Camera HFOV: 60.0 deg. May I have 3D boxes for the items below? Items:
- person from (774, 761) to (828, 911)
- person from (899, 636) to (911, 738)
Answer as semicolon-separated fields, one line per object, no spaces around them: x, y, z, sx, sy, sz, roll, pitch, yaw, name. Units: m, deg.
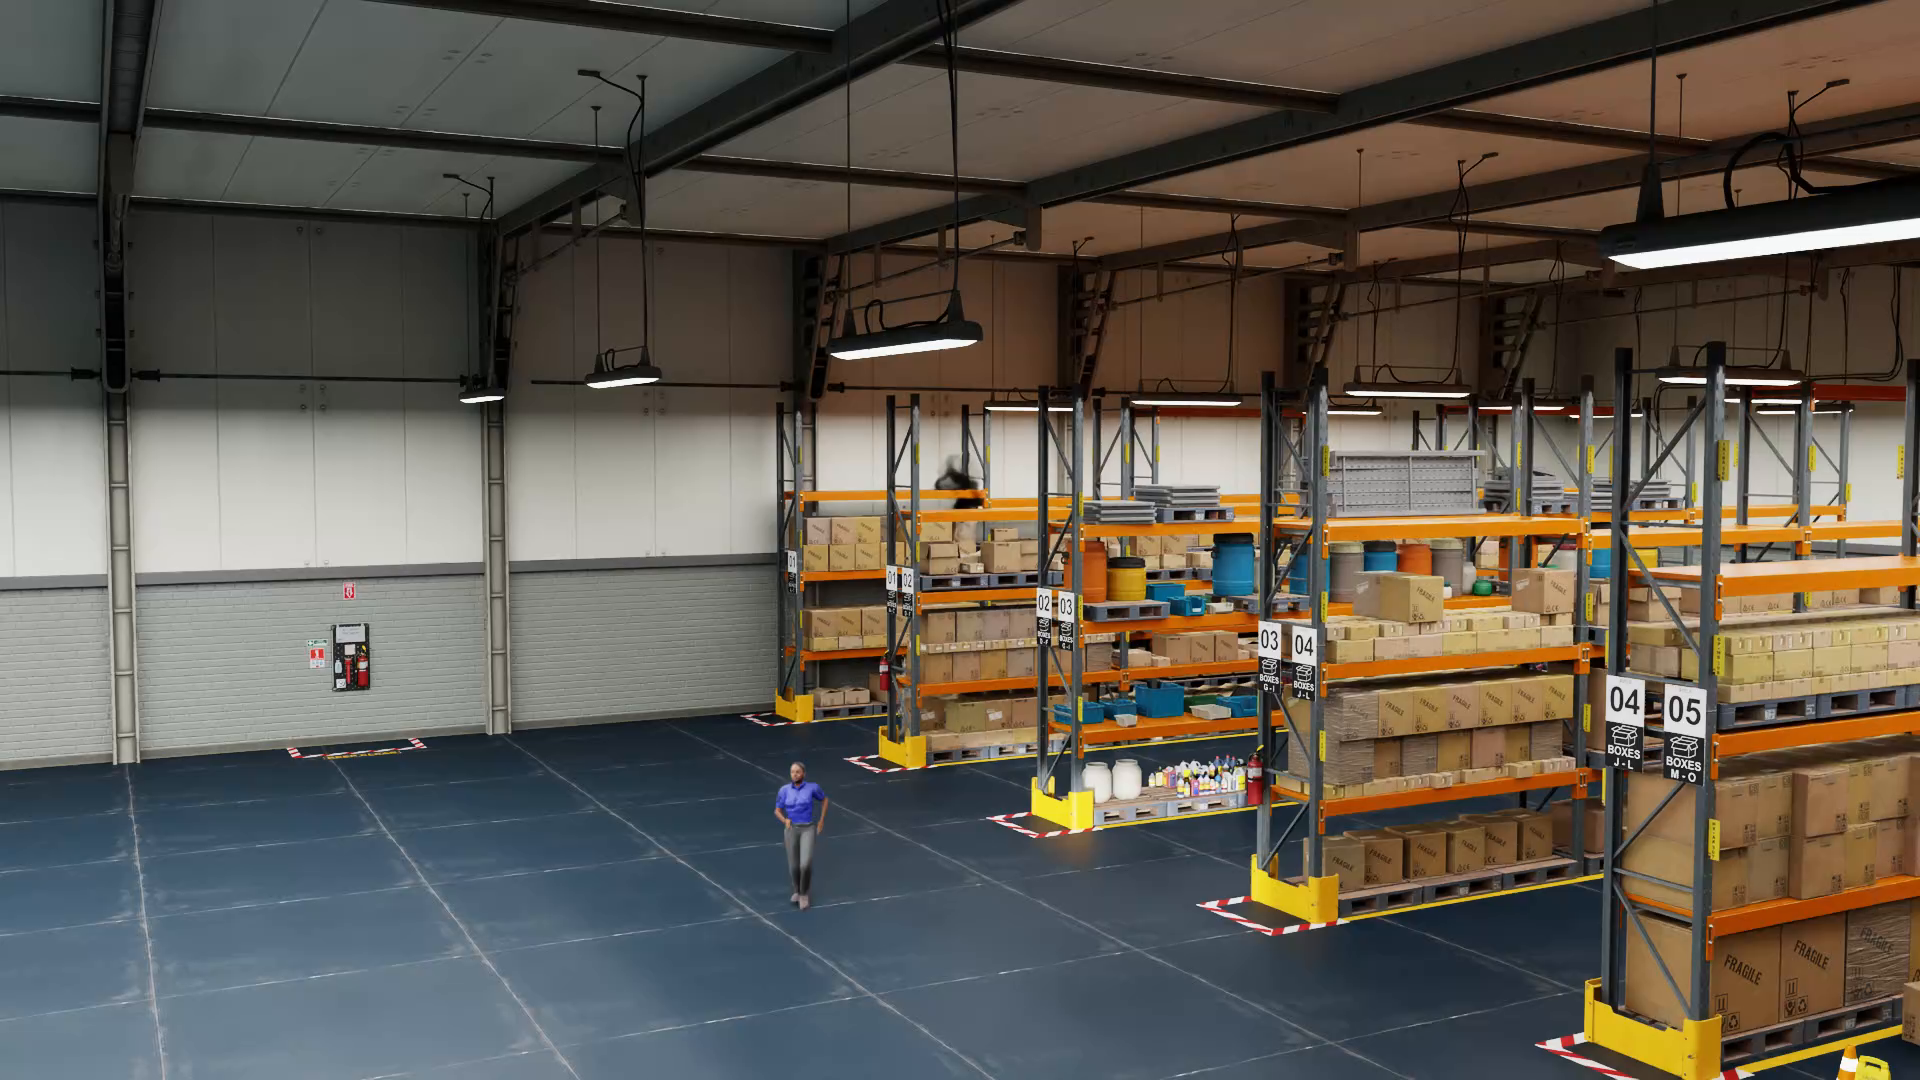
-1.786;3.344;18.589;0.576;1.563;0.654;0;3;4;person
-0.783;2.533;28.833;0.835;1.774;0.684;-2;4;-35;person
